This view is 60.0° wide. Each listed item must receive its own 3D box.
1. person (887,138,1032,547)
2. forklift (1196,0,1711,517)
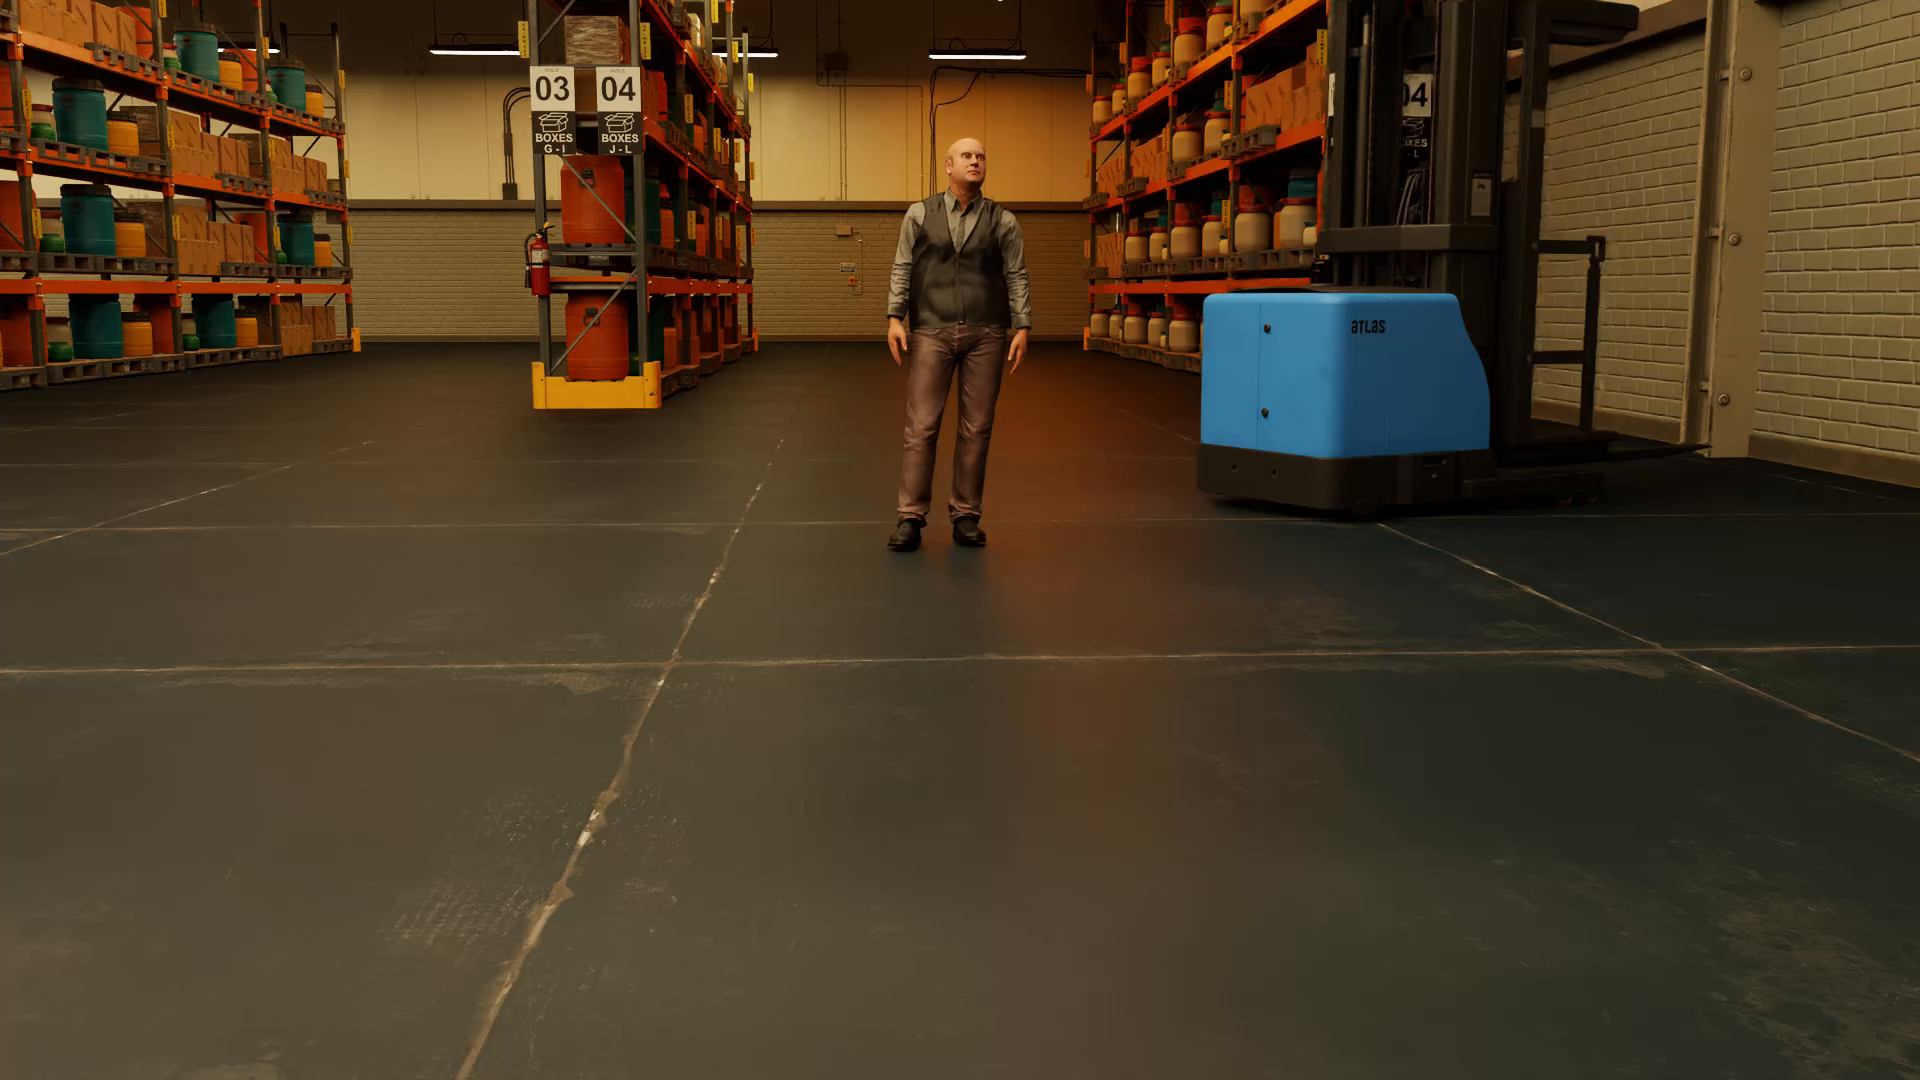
[{"bbox_3d":[-0.003,-0.849,7.120,0.633,1.722,0.566,-1,8,-4],"label":"person"},{"bbox_3d":[2.757,-1.692,8.727,3.031,2.935,1.130,-5,10,-30],"label":"forklift"}]
